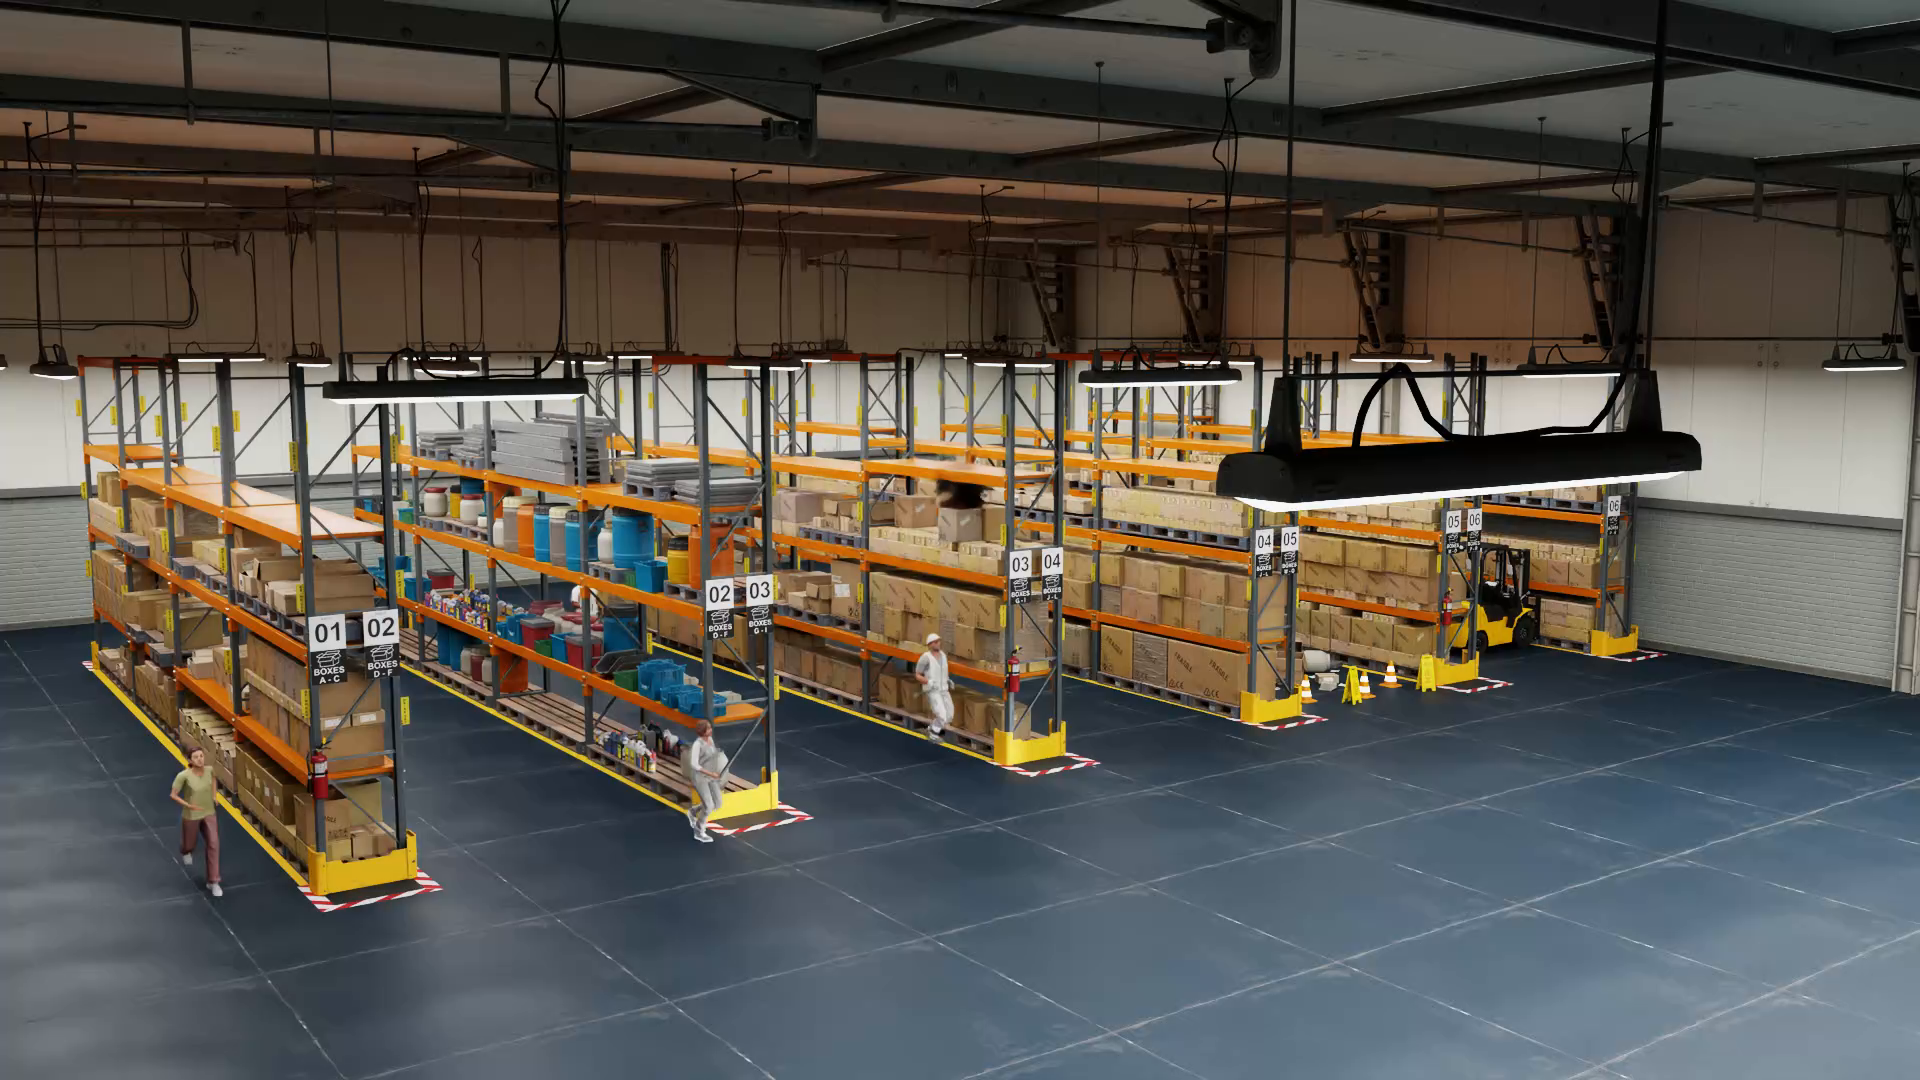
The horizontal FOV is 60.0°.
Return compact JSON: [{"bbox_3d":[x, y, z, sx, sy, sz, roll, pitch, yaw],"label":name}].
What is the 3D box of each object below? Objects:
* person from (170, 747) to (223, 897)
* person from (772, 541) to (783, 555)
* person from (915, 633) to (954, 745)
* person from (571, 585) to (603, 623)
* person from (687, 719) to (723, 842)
[{"bbox_3d":[-8.817,3.200,19.208,0.547,1.667,1.119,-5,9,-37],"label":"person"},{"bbox_3d":[-4.665,0.399,41.904,0.614,1.695,0.922,3,7,21],"label":"person"},{"bbox_3d":[-0.347,2.256,24.822,0.651,1.738,0.588,-6,9,-40],"label":"person"},{"bbox_3d":[-7.351,1.472,32.934,0.685,1.725,0.623,-6,9,-40],"label":"person"},{"bbox_3d":[-3.224,3.027,20.991,0.571,1.561,0.581,2,7,19],"label":"person"}]
